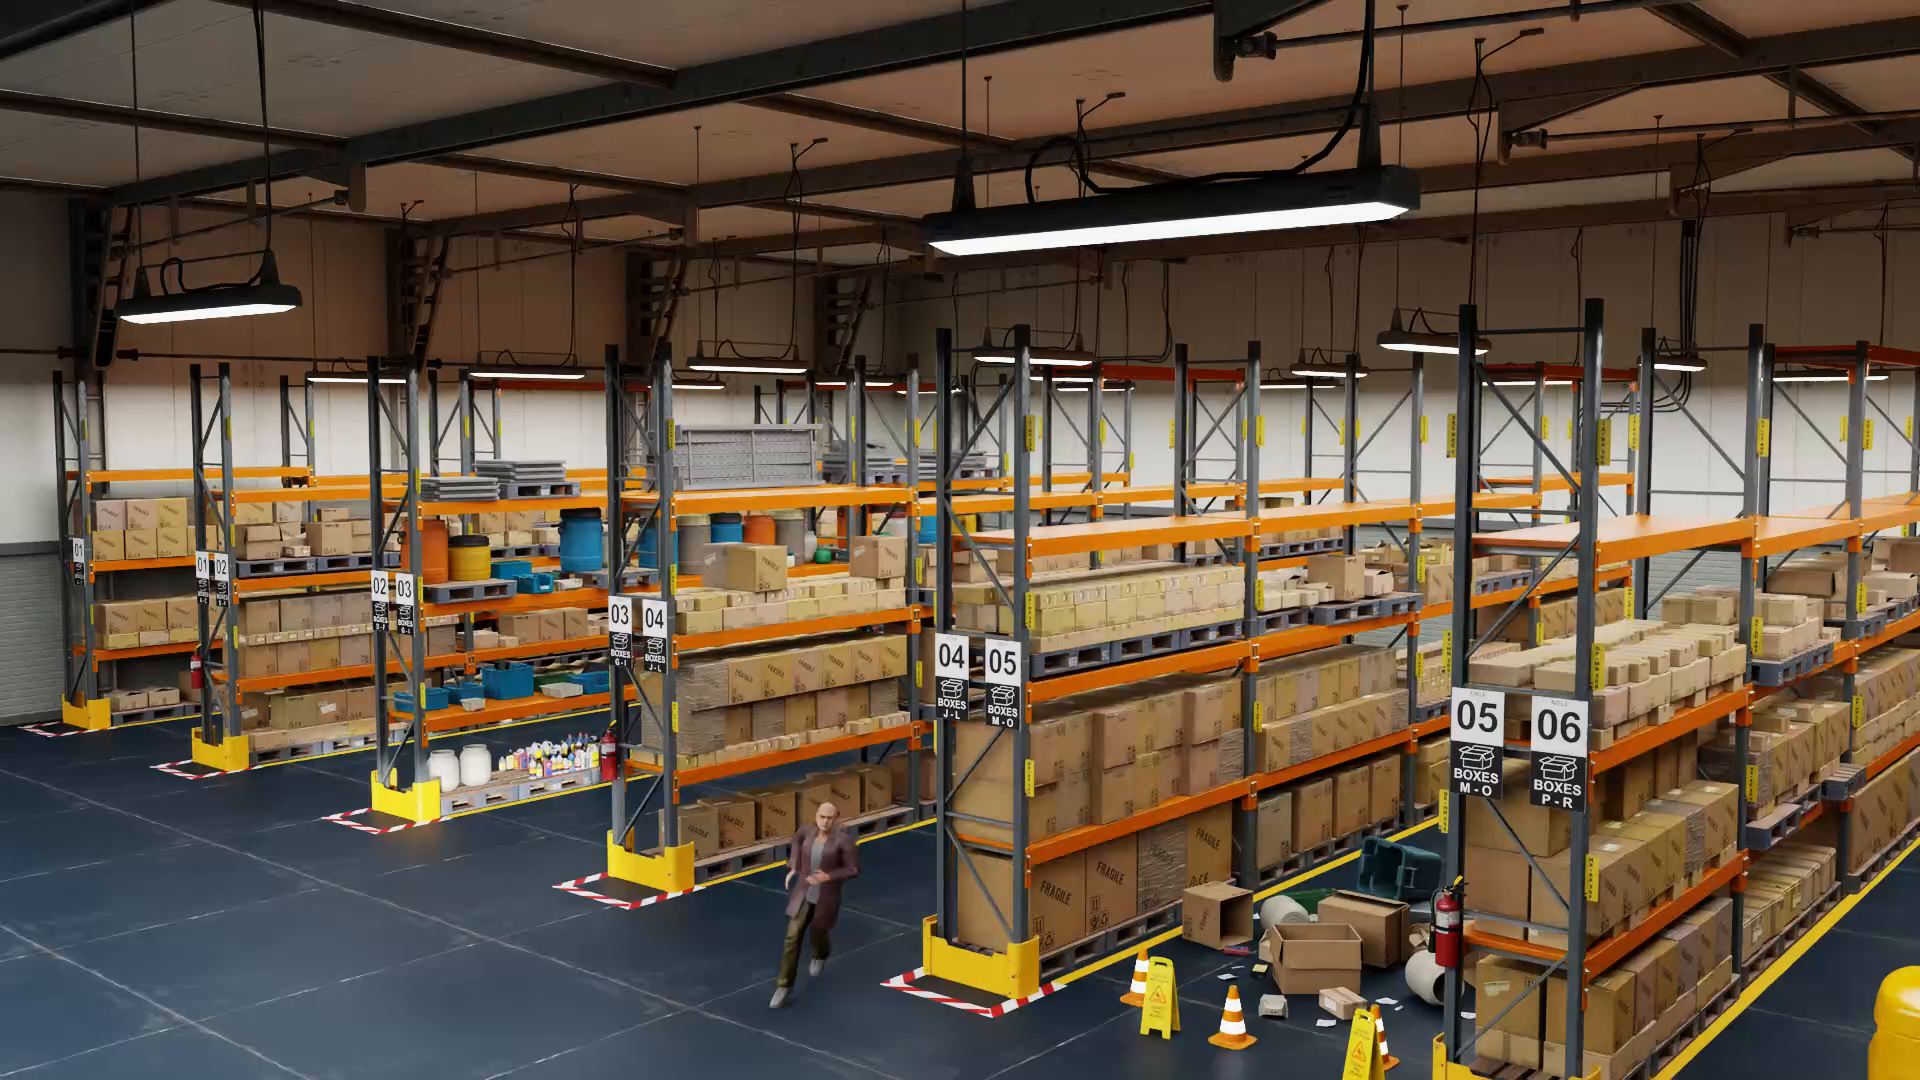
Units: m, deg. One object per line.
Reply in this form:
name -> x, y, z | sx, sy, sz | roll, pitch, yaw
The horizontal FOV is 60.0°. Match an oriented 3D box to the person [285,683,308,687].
person -> -11.096, 2.321, 27.727 | 0.661, 1.683, 0.571 | 2, 5, 28

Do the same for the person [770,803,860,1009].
person -> -1.229, 3.209, 14.940 | 0.726, 1.746, 1.056 | 1, 4, 14
